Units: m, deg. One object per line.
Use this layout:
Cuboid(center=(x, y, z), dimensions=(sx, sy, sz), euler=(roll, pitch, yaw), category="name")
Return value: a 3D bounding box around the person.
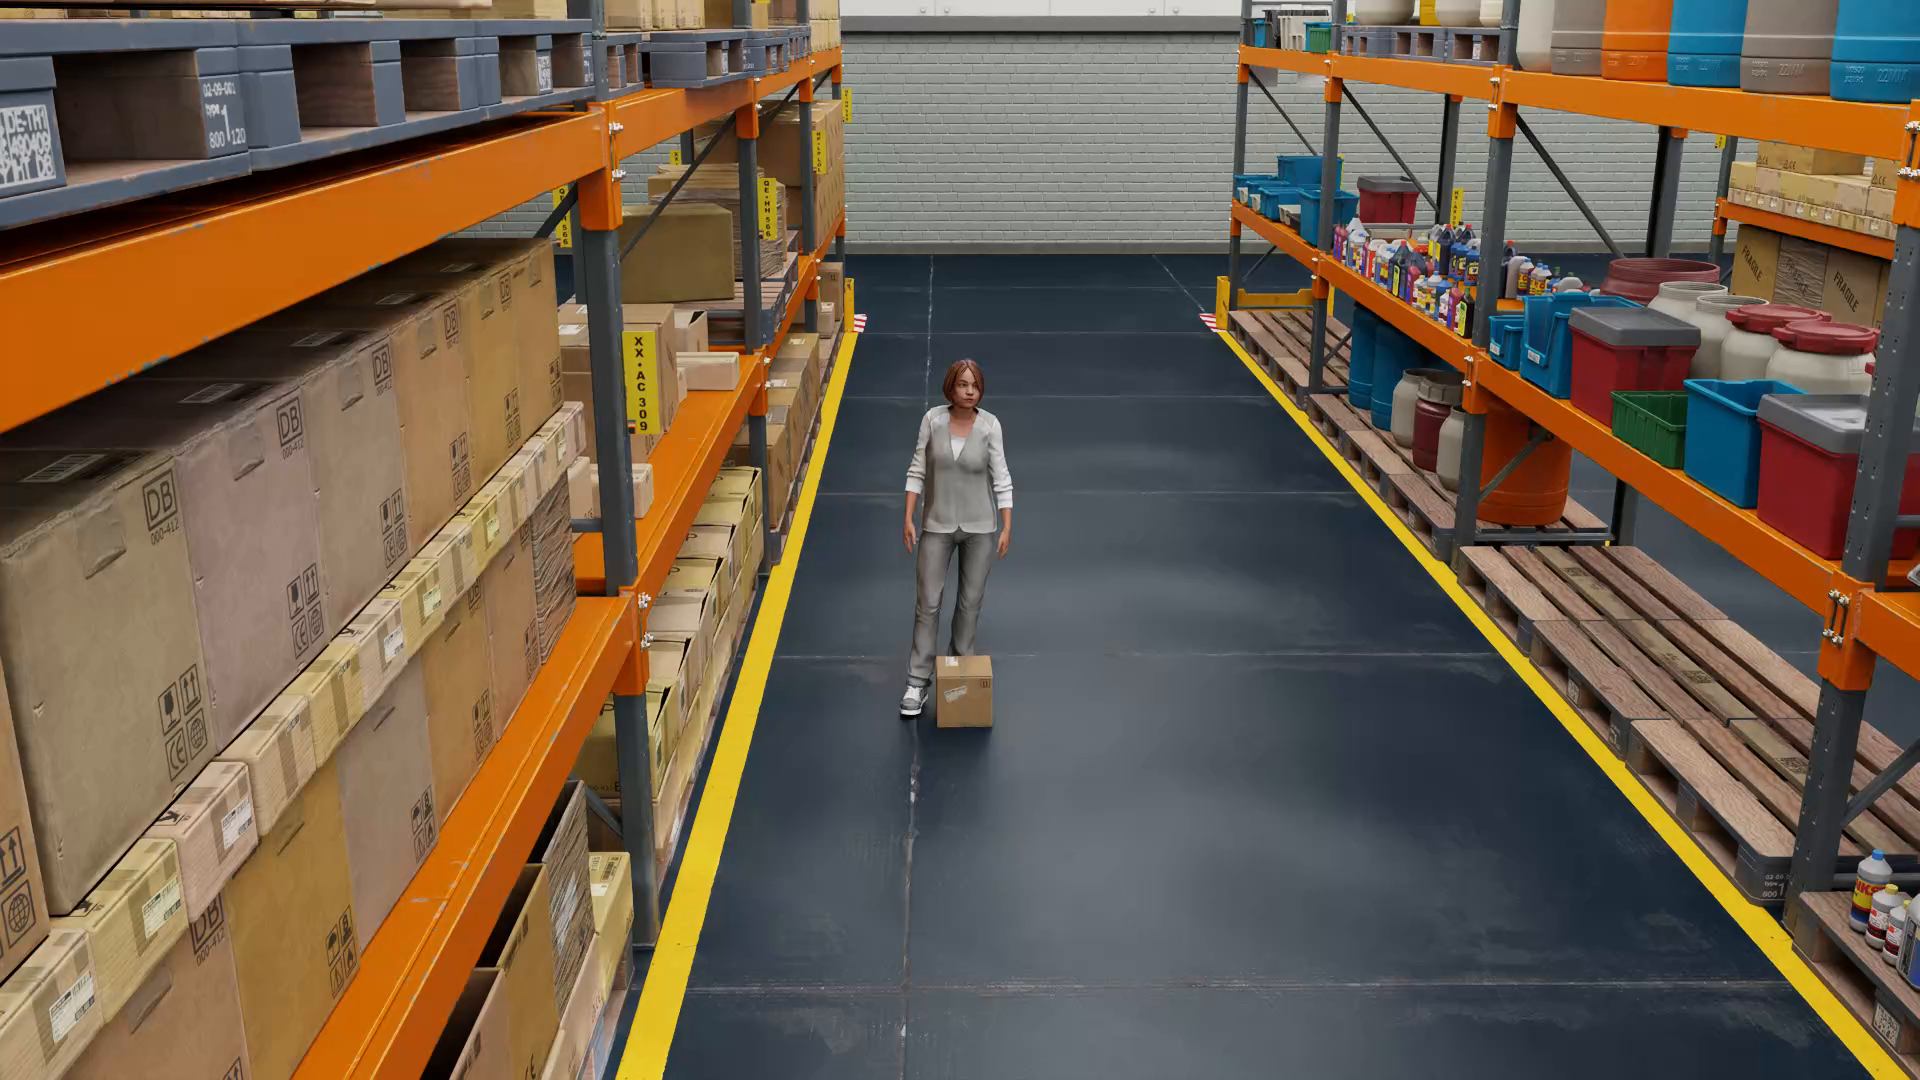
Cuboid(center=(-0.018, -0.014, 7.578), dimensions=(0.521, 1.597, 0.475), euler=(0, 17, 0), category="person")
